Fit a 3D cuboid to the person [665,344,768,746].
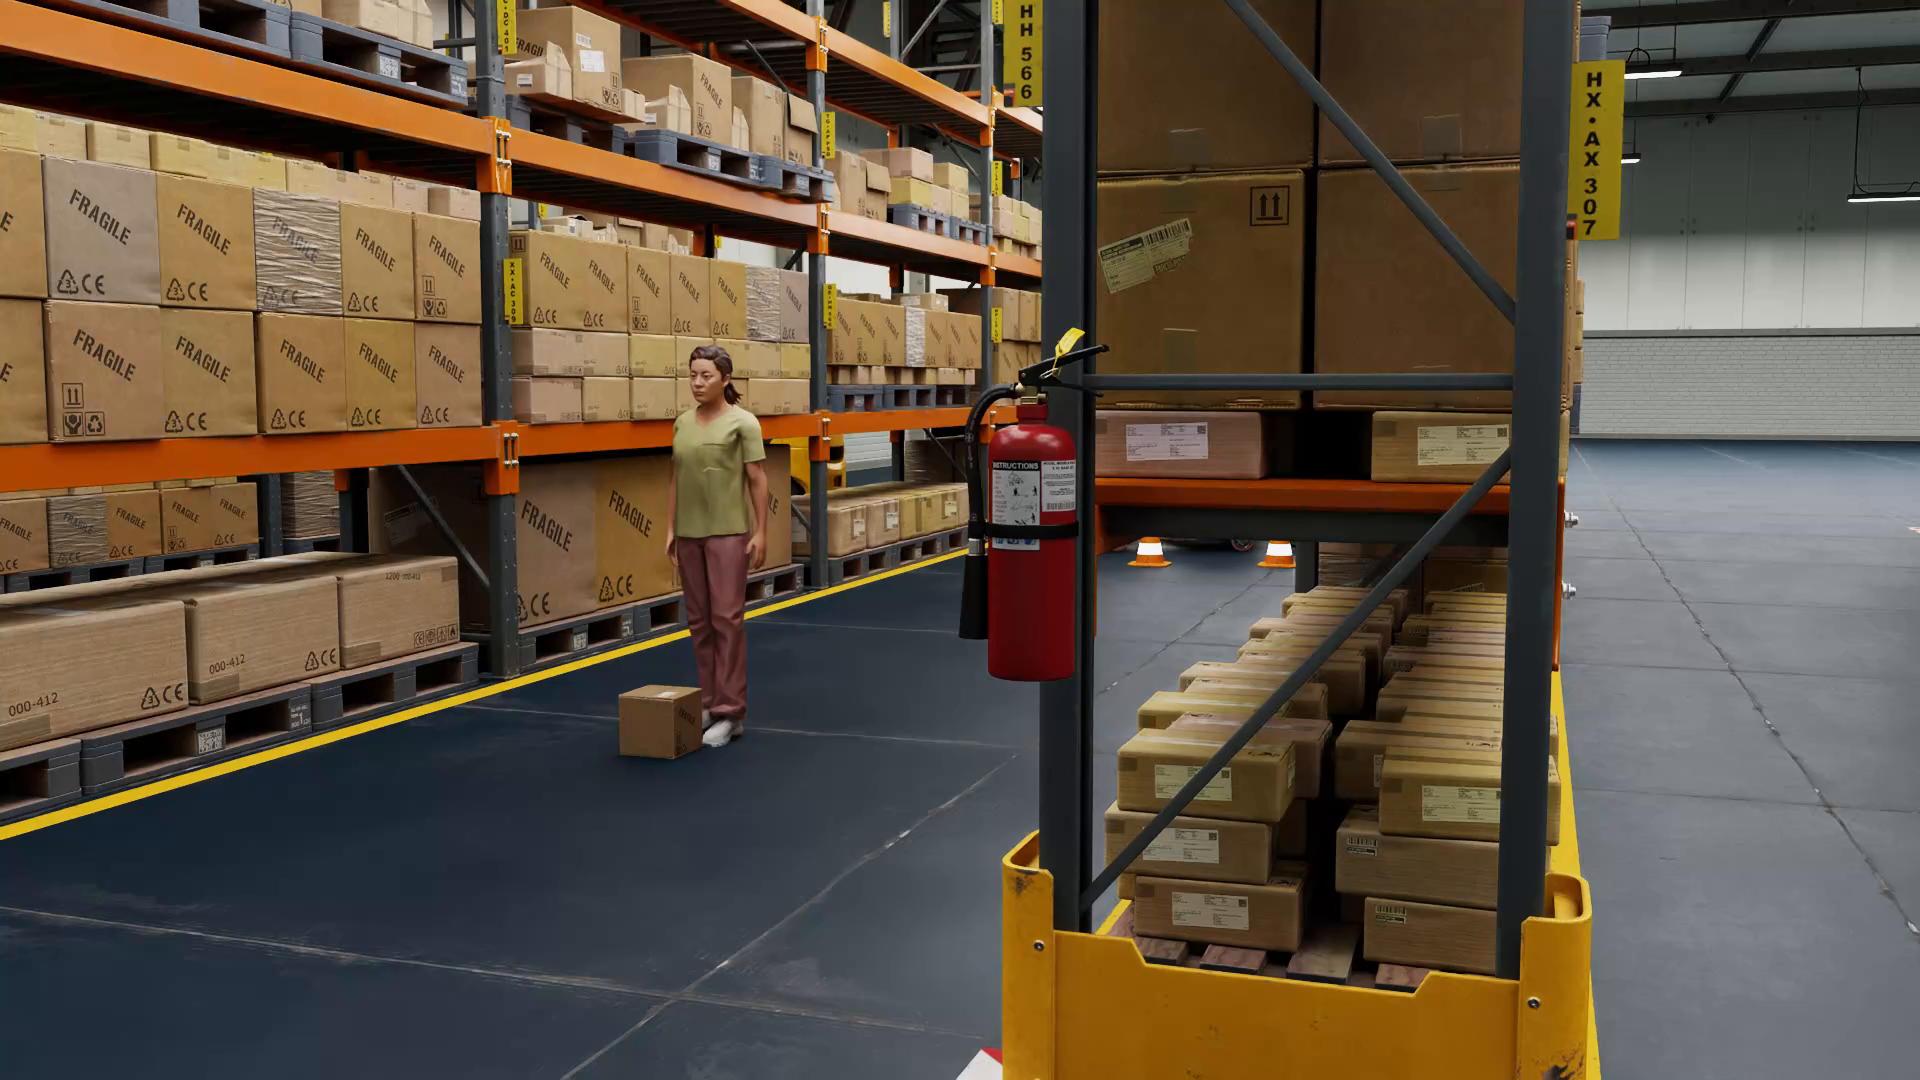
[{"bbox_3d":[-1.116,0.001,7.153,0.470,1.681,0.529,2,6,25],"label":"person"}]
